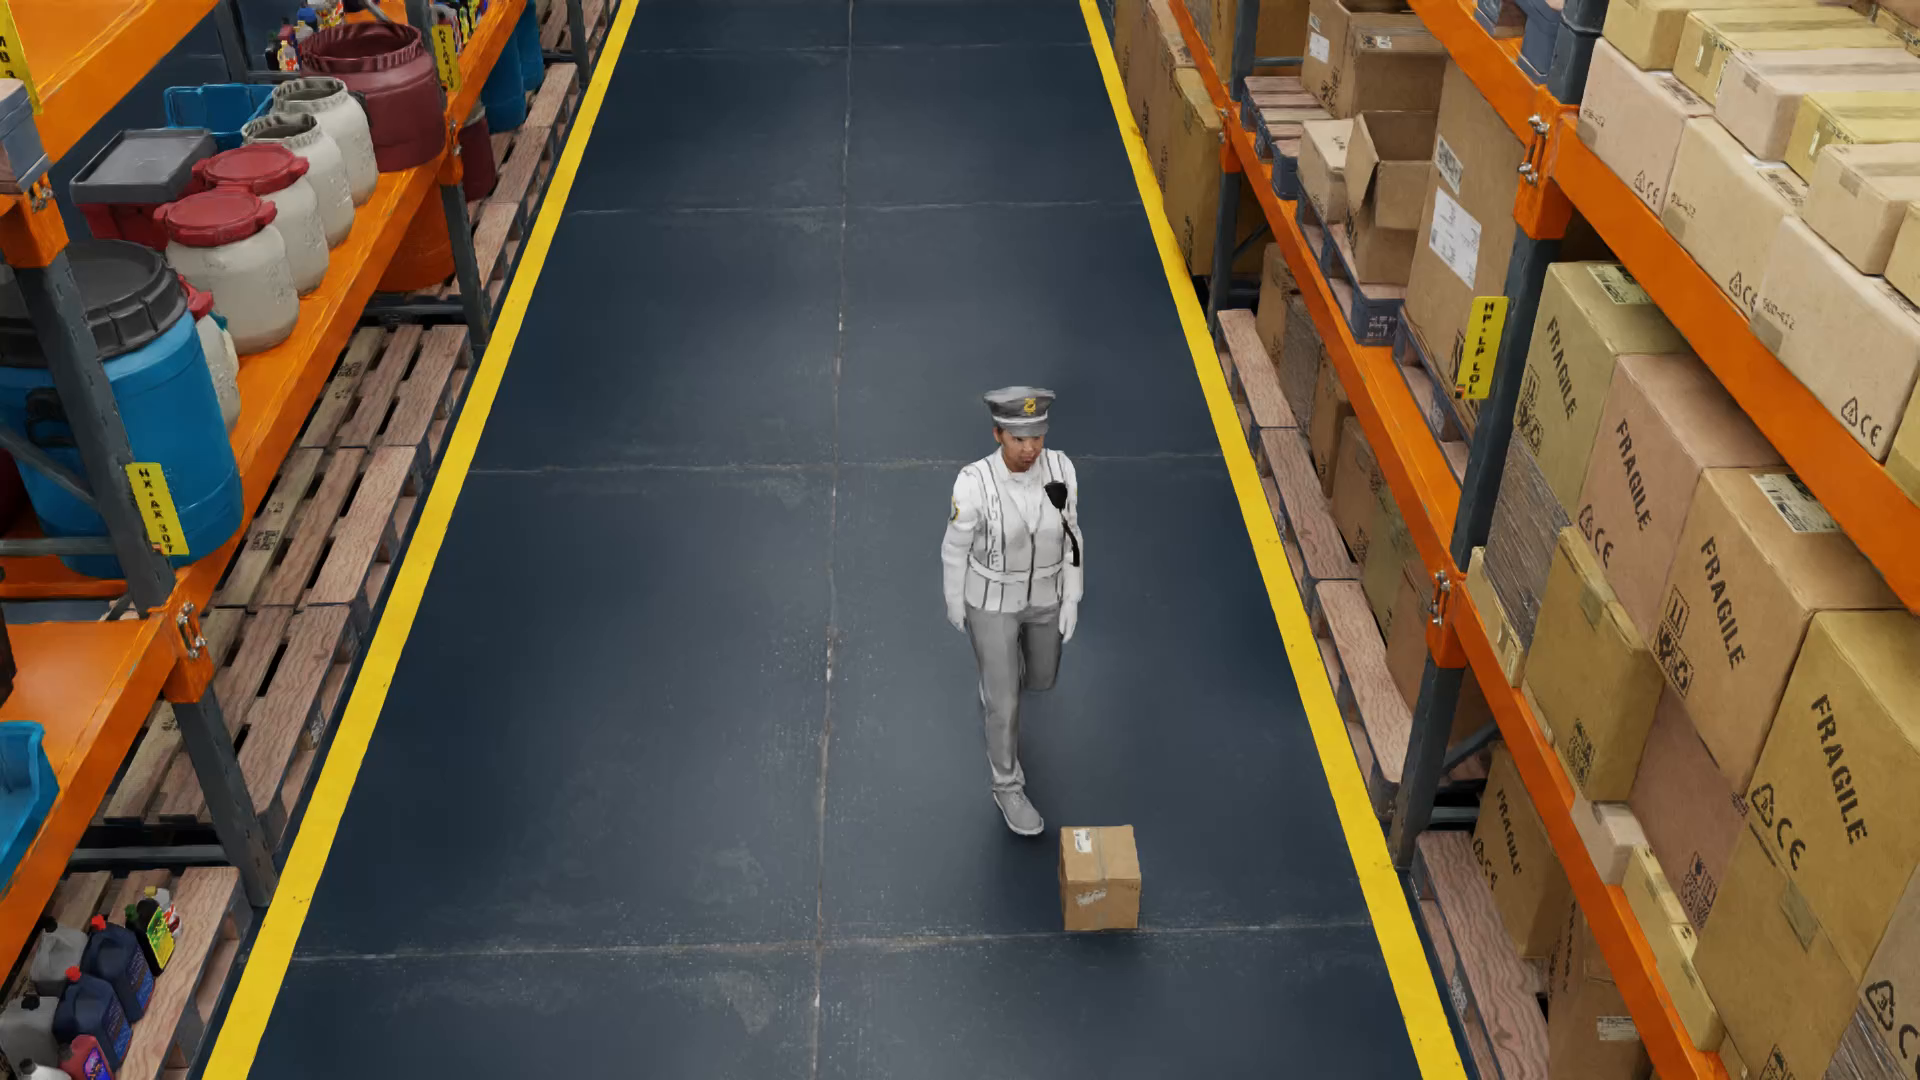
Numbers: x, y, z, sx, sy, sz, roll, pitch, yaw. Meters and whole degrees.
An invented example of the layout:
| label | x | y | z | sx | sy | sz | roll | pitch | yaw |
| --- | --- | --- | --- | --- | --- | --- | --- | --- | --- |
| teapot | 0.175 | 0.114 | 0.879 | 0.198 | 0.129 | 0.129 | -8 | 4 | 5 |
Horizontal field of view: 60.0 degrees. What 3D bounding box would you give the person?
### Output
| label | x | y | z | sx | sy | sz | roll | pitch | yaw |
| --- | --- | --- | --- | --- | --- | --- | --- | --- | --- |
| person | 0.183 | 0.183 | 5.862 | 0.467 | 1.665 | 0.791 | -14 | 38 | -19 |
